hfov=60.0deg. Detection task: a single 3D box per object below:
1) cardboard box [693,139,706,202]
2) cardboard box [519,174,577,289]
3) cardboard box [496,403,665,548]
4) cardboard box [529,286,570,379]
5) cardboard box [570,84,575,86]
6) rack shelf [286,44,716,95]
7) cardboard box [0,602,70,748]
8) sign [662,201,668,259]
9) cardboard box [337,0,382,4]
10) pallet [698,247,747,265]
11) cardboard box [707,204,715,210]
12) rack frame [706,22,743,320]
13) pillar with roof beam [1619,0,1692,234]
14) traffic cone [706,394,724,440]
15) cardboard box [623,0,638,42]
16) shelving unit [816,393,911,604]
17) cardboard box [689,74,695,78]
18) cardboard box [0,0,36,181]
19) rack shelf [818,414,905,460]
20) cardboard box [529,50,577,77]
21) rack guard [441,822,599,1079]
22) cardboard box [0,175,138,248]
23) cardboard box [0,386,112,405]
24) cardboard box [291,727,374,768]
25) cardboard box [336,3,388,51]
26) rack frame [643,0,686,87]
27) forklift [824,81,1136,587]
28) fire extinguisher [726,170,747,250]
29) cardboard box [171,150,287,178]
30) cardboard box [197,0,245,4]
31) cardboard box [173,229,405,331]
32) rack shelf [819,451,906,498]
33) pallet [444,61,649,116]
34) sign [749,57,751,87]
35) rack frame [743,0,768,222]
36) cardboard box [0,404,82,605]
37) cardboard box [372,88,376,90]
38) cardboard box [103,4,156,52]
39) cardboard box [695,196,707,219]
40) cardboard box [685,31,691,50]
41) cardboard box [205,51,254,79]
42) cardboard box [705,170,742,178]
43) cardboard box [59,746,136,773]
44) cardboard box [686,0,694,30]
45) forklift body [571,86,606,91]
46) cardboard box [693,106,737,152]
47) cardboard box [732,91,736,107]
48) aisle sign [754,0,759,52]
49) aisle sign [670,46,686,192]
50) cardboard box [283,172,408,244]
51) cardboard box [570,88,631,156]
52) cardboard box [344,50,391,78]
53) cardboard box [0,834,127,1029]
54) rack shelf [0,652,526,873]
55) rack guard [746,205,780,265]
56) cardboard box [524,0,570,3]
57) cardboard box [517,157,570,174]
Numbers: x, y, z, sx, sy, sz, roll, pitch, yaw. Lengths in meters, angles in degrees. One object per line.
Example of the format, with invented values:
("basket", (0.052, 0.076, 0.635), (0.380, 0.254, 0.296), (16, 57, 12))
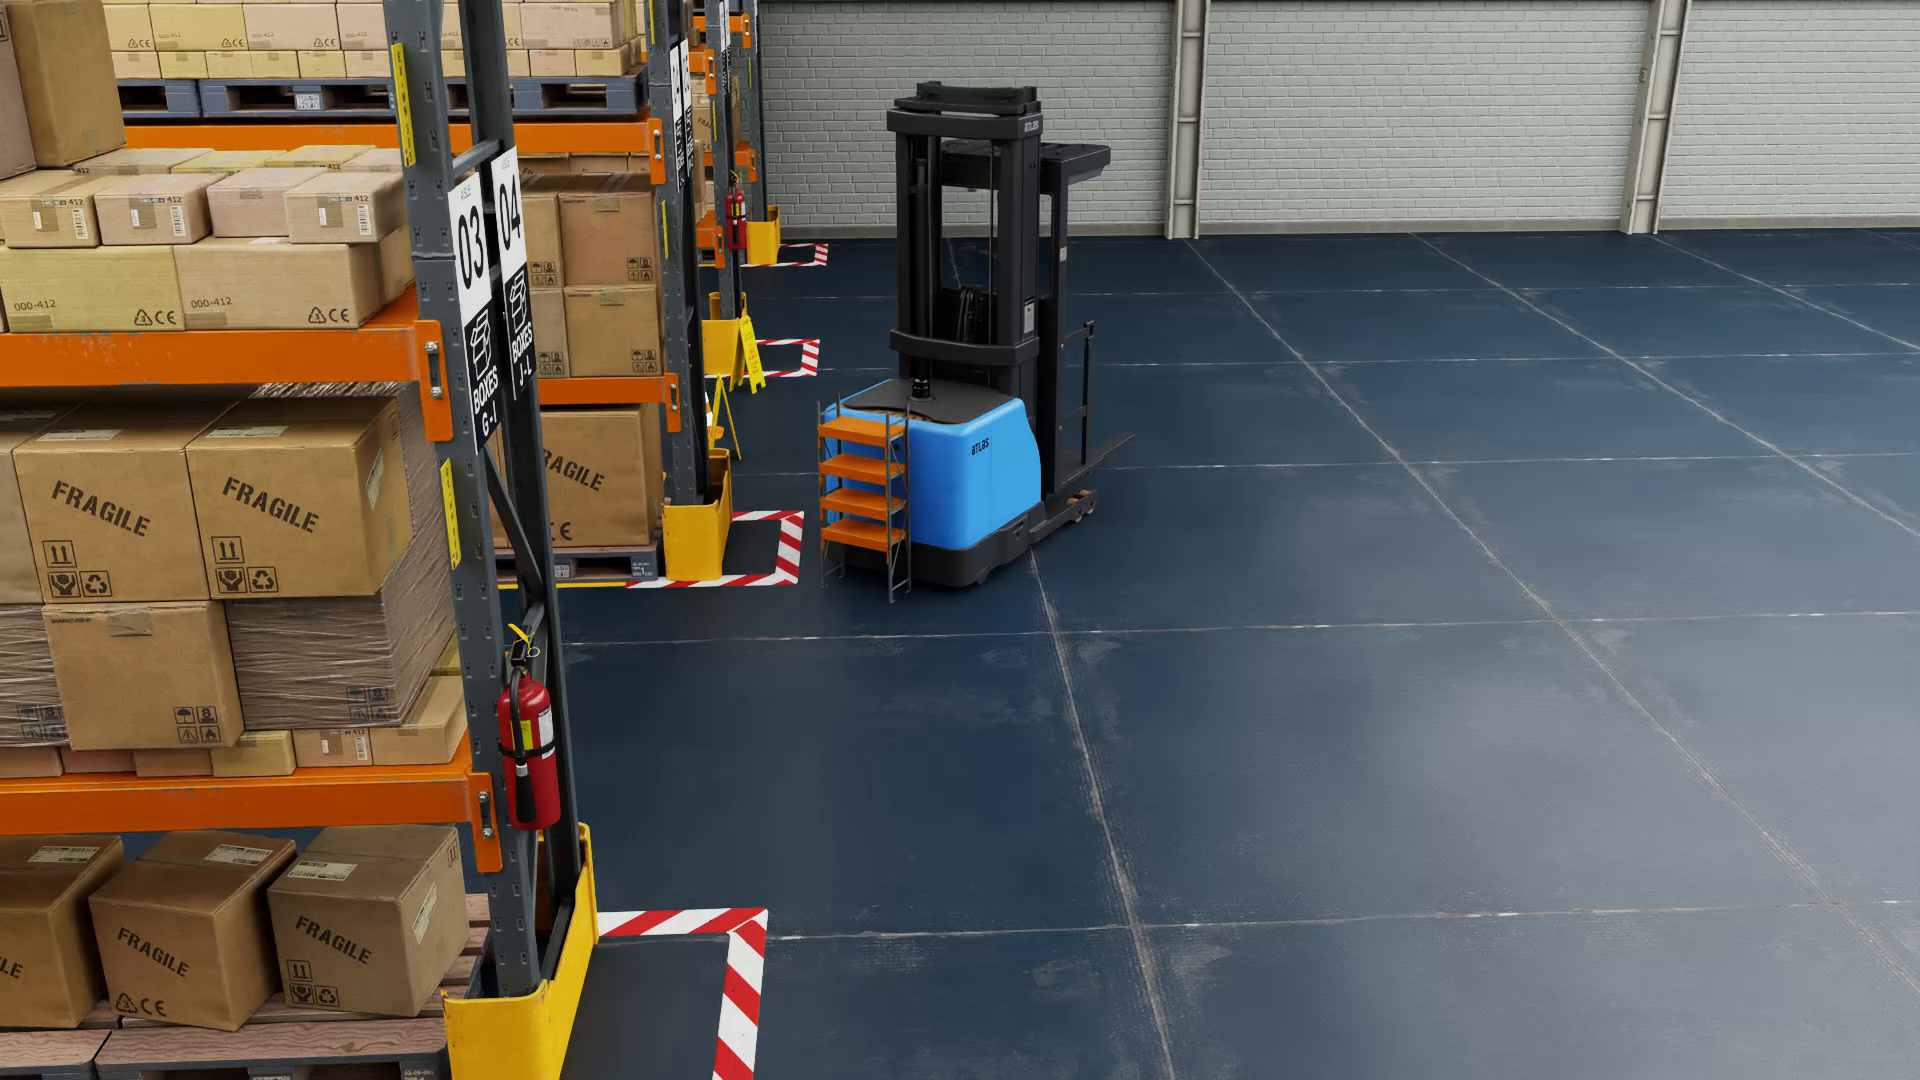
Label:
("cardboard box", (-2.607, -3.381, 15.227), (0.500, 0.500, 0.500), (-1, 21, -4))
("cardboard box", (-2.652, -1.887, 10.133), (0.550, 0.550, 0.875), (-1, 21, -3))
("cardboard box", (-2.408, -0.516, 10.656), (0.875, 0.875, 0.875), (-1, 21, -3))
("cardboard box", (-2.651, -1.377, 10.312), (0.550, 0.550, 0.875), (-1, 21, -3))
("cardboard box", (-4.534, -5.244, 19.208), (0.250, 0.149, 0.380), (-1, 21, -3))
("rack shelf", (-4.115, -4.131, 14.551), (4.000, 0.370, 1.077), (-1, 21, -3))
("cardboard box", (-3.097, 0.277, 5.618), (0.500, 0.500, 0.875), (-1, 21, -3))
("sign", (-1.718, -1.809, 9.695), (0.005, 0.325, 0.100), (-1, 21, -3))
("cardboard box", (-3.321, -3.097, 9.325), (0.250, 0.149, 0.380), (-1, 21, -4))
("pallet", (-3.167, -3.536, 20.111), (1.213, 0.211, 1.003), (-1, 21, -3))
("cardboard box", (-2.874, -3.893, 19.703), (0.500, 0.250, 0.500), (-1, 21, -4))
("rack frame", (-2.119, -3.106, 15.064), (0.127, 3.000, 1.000), (-1, 21, -3))
("pillar with roof beam", (9.074, -6.694, 16.055), (0.400, 9.000, 9.100), (-1, 21, -3))
("traffic cone", (-2.071, -1.066, 13.271), (0.334, 0.463, 0.336), (-1, 21, -3))
("cardboard box", (-2.232, -3.145, 10.012), (0.500, 0.250, 0.500), (-1, 21, -3))
("shelving unit", (-0.581, -0.252, 10.097), (0.503, 1.200, 0.258), (11, 24, 27))
("cardboard box", (-3.279, -5.424, 19.680), (0.250, 0.149, 0.380), (-1, 21, -2))
("cardboard box", (-3.086, -1.286, 4.805), (0.500, 0.500, 0.500), (-1, 21, -3))
("rack shelf", (-0.581, -0.620, 9.957), (0.480, 0.148, 0.258), (11, 24, 27))
("cardboard box", (-2.299, -2.745, 9.522), (0.250, 0.149, 0.380), (-1, 21, -3))
("rack guard", (-1.629, 1.584, 6.258), (0.348, 0.500, 1.175), (-1, 21, -3))
("cardboard box", (-2.595, -0.966, 4.877), (0.250, 0.149, 0.380), (-1, 21, -3))
("cardboard box", (-3.116, -0.306, 5.746), (0.500, 0.500, 0.500), (-1, 21, -3))
("cardboard box", (-2.075, 0.616, 5.642), (0.250, 0.149, 0.380), (-1, 21, -3))
("cardboard box", (-3.208, -2.935, 9.459), (0.500, 0.250, 0.500), (-1, 21, -3))
("rack frame", (-1.735, -4.153, 9.383), (0.127, 3.000, 1.000), (-1, 21, -3))
("forklift", (0.304, -1.563, 11.107), (1.130, 2.935, 3.031), (11, 24, 27))
("fire extinguisher", (-1.978, -2.909, 14.654), (0.183, 0.674, 0.296), (-1, 21, -3))
("cardboard box", (-2.350, -1.161, 5.388), (0.250, 0.149, 0.380), (-2, 21, -4))
("cardboard box", (-4.075, -3.082, 9.285), (0.250, 0.149, 0.380), (-1, 21, -3))
("cardboard box", (-2.020, -0.818, 5.048), (0.500, 0.250, 0.500), (-1, 21, -2))
("rack shelf", (-0.581, -0.398, 10.042), (0.480, 0.148, 0.258), (11, 24, 27))
("pallet", (-2.475, -2.691, 9.883), (1.213, 0.211, 1.003), (-1, 21, -3))
("sign", (-2.389, -5.328, 18.940), (0.005, 0.325, 0.100), (-1, 21, -3))
("rack frame", (-2.406, -4.869, 19.695), (0.127, 3.000, 1.000), (-1, 21, -3))
("cardboard box", (-3.086, -0.118, 5.253), (0.500, 0.500, 0.500), (-1, 21, -3))
("cardboard box", (-7.033, -5.220, 19.564), (0.250, 0.149, 0.380), (-2, 21, -5))
("cardboard box", (-4.721, -2.904, 9.378), (0.500, 0.250, 0.500), (-1, 21, -3))
("cardboard box", (-2.469, -3.055, 15.284), (0.250, 0.149, 0.380), (-1, 21, -3))
("cardboard box", (-2.459, -4.284, 14.295), (0.250, 0.149, 0.380), (-1, 21, -3))
("cardboard box", (-4.074, -2.709, 9.428), (0.250, 0.149, 0.380), (-1, 21, -3))
("cardboard box", (-2.896, -4.305, 20.082), (0.500, 0.250, 0.500), (-1, 21, -4))
("cardboard box", (-2.824, 0.629, 5.607), (0.250, 0.149, 0.380), (-1, 21, -3))
("cardboard box", (-2.636, -4.661, 14.726), (0.500, 0.250, 0.500), (-2, 21, -4))
("forklift body", (-4.195, -3.786, 18.043), (1.214, 2.155, 2.313), (-1, 21, -3))
("cardboard box", (-2.882, -4.813, 19.406), (0.500, 0.500, 0.500), (-2, 21, -4))
("cardboard box", (-2.736, -5.113, 19.282), (0.250, 0.149, 0.380), (-1, 21, -2))
("aisle sign", (-2.323, -5.981, 18.962), (0.004, 0.787, 0.394), (-1, 21, -3))
("aisle sign", (-1.647, -2.460, 9.712), (0.004, 0.787, 0.394), (-1, 21, -3))
("cardboard box", (-1.812, -0.987, 4.933), (0.250, 0.149, 0.380), (-1, 21, -3))
("cardboard box", (-3.122, -3.664, 14.564), (0.500, 0.500, 0.700), (-1, 21, -3))
("cardboard box", (-3.316, -2.724, 9.468), (0.250, 0.149, 0.380), (-1, 21, -3))
("cardboard box", (-3.398, 1.423, 6.090), (0.500, 0.500, 0.500), (1, 21, 2))
("rack shelf", (-3.550, 0.791, 5.839), (4.000, 0.370, 1.077), (-1, 21, -3))
("rack guard", (-2.382, -3.702, 20.141), (0.348, 0.500, 1.175), (-1, 21, -3))
("cardboard box", (-2.301, -3.118, 9.381), (0.250, 0.149, 0.380), (-1, 21, -3))
("cardboard box", (-3.645, -3.166, 14.661), (0.500, 0.500, 0.500), (-1, 21, -3))
